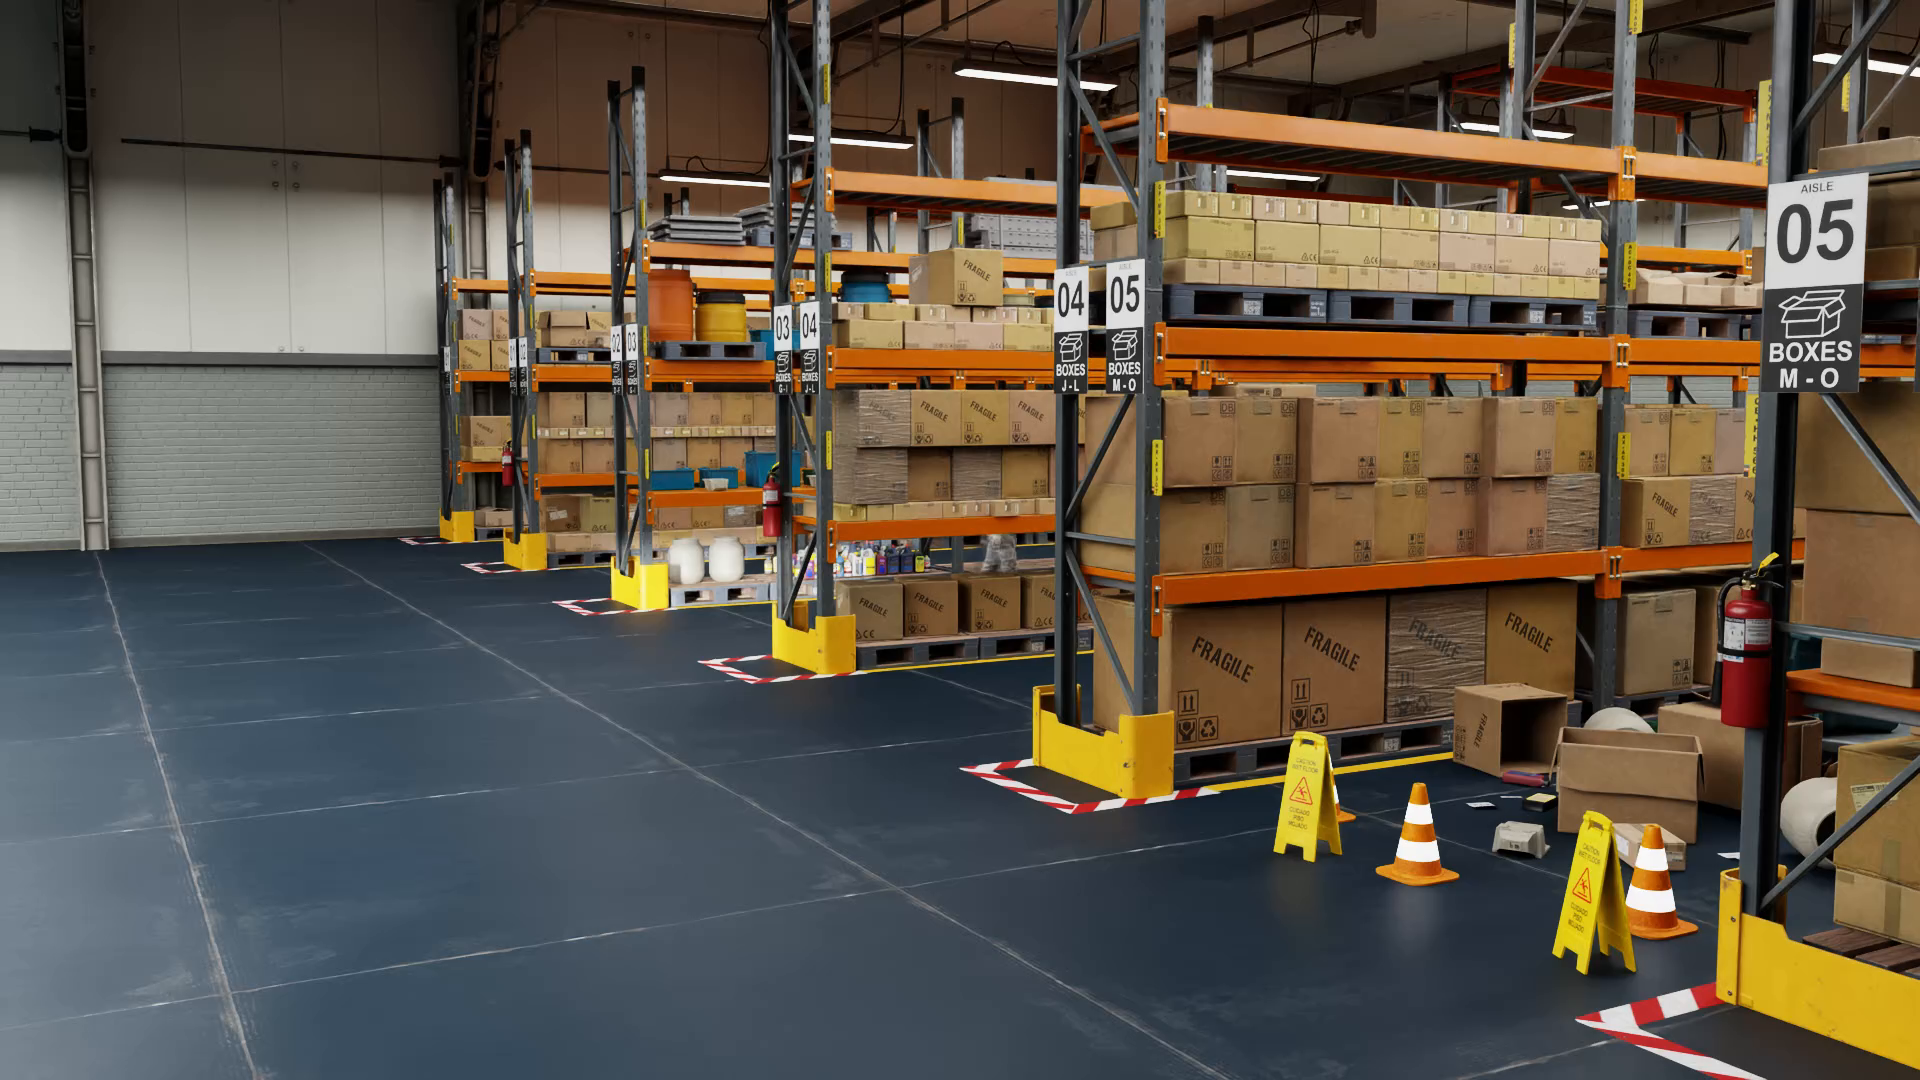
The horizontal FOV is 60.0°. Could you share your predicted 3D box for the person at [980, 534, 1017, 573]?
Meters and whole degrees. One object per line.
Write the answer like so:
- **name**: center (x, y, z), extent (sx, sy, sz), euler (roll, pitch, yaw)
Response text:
- **person**: center (0.457, -0.064, 18.261), extent (0.669, 1.797, 0.638), euler (0, 5, 2)
